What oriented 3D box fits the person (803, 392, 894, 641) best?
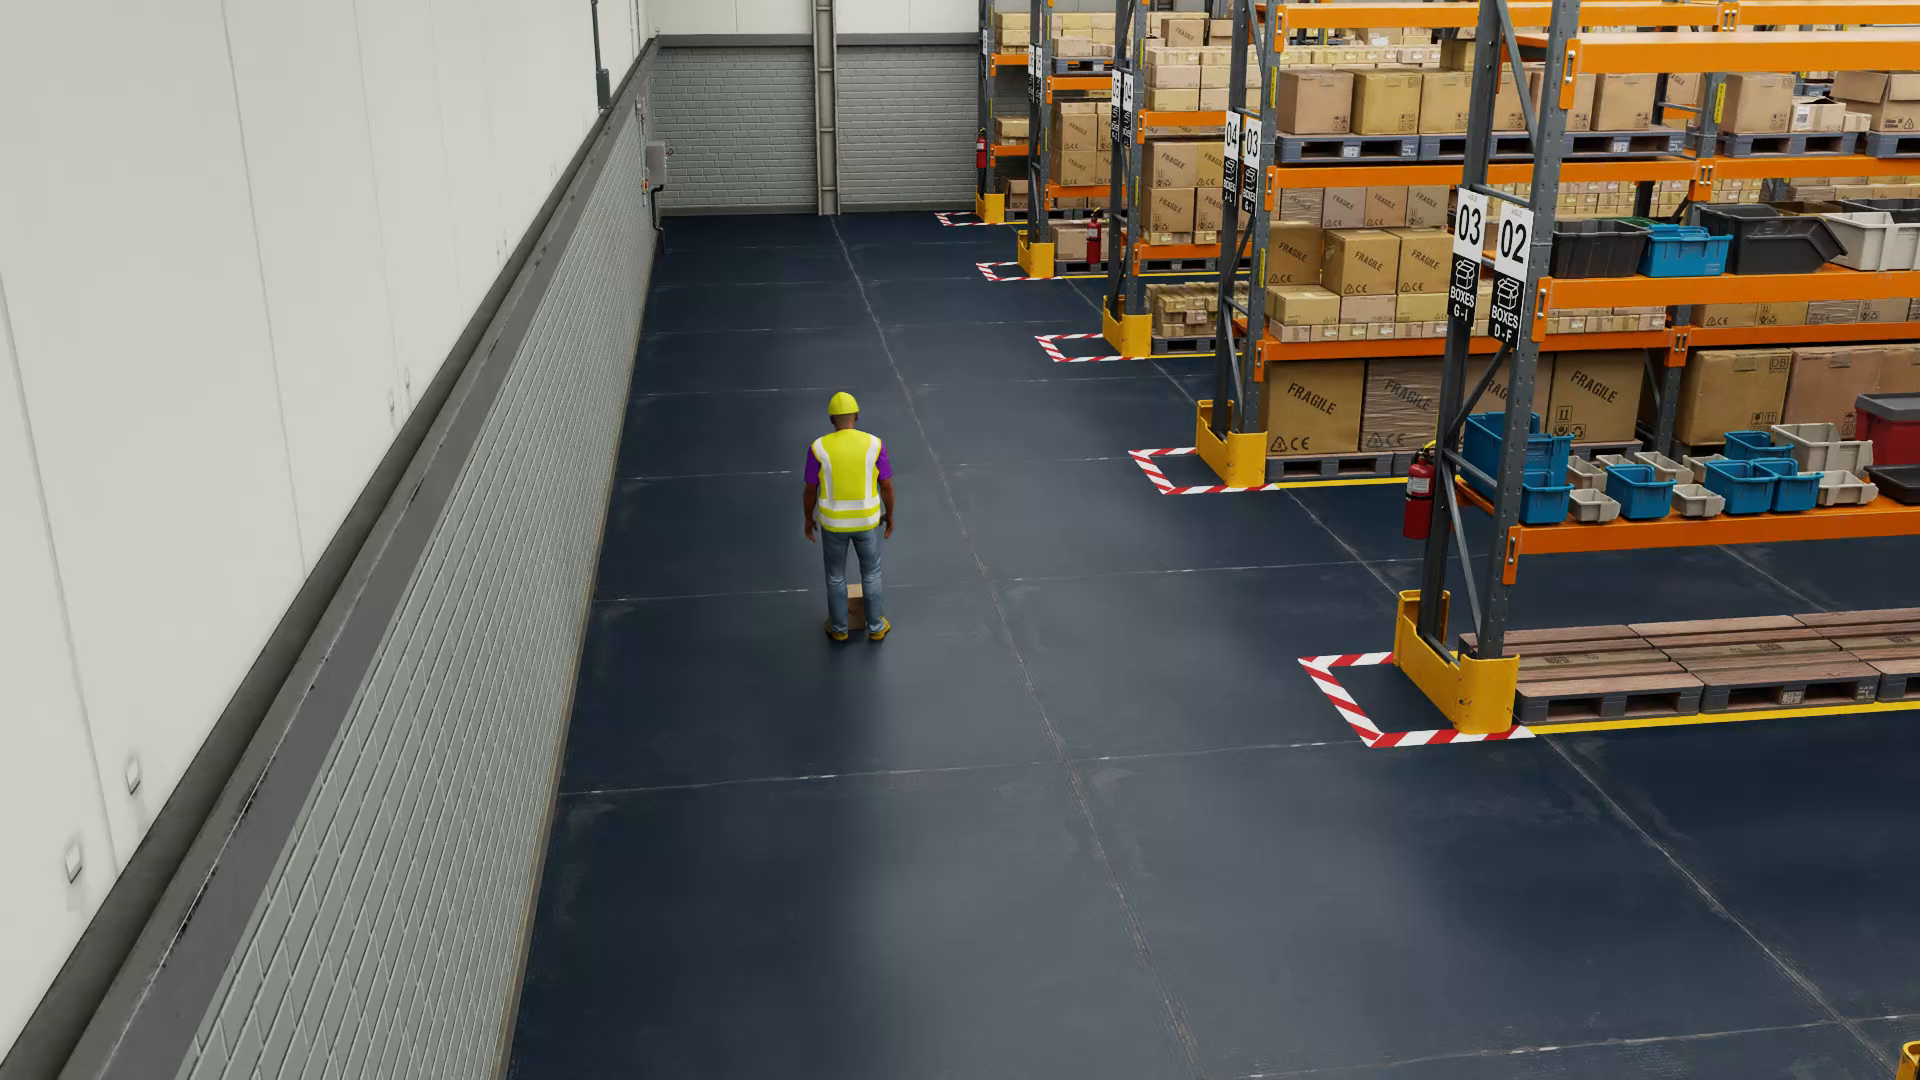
[{"bbox_3d":[-0.762,-0.150,11.460,0.627,1.761,0.456,-3,20,-7],"label":"person"}]
